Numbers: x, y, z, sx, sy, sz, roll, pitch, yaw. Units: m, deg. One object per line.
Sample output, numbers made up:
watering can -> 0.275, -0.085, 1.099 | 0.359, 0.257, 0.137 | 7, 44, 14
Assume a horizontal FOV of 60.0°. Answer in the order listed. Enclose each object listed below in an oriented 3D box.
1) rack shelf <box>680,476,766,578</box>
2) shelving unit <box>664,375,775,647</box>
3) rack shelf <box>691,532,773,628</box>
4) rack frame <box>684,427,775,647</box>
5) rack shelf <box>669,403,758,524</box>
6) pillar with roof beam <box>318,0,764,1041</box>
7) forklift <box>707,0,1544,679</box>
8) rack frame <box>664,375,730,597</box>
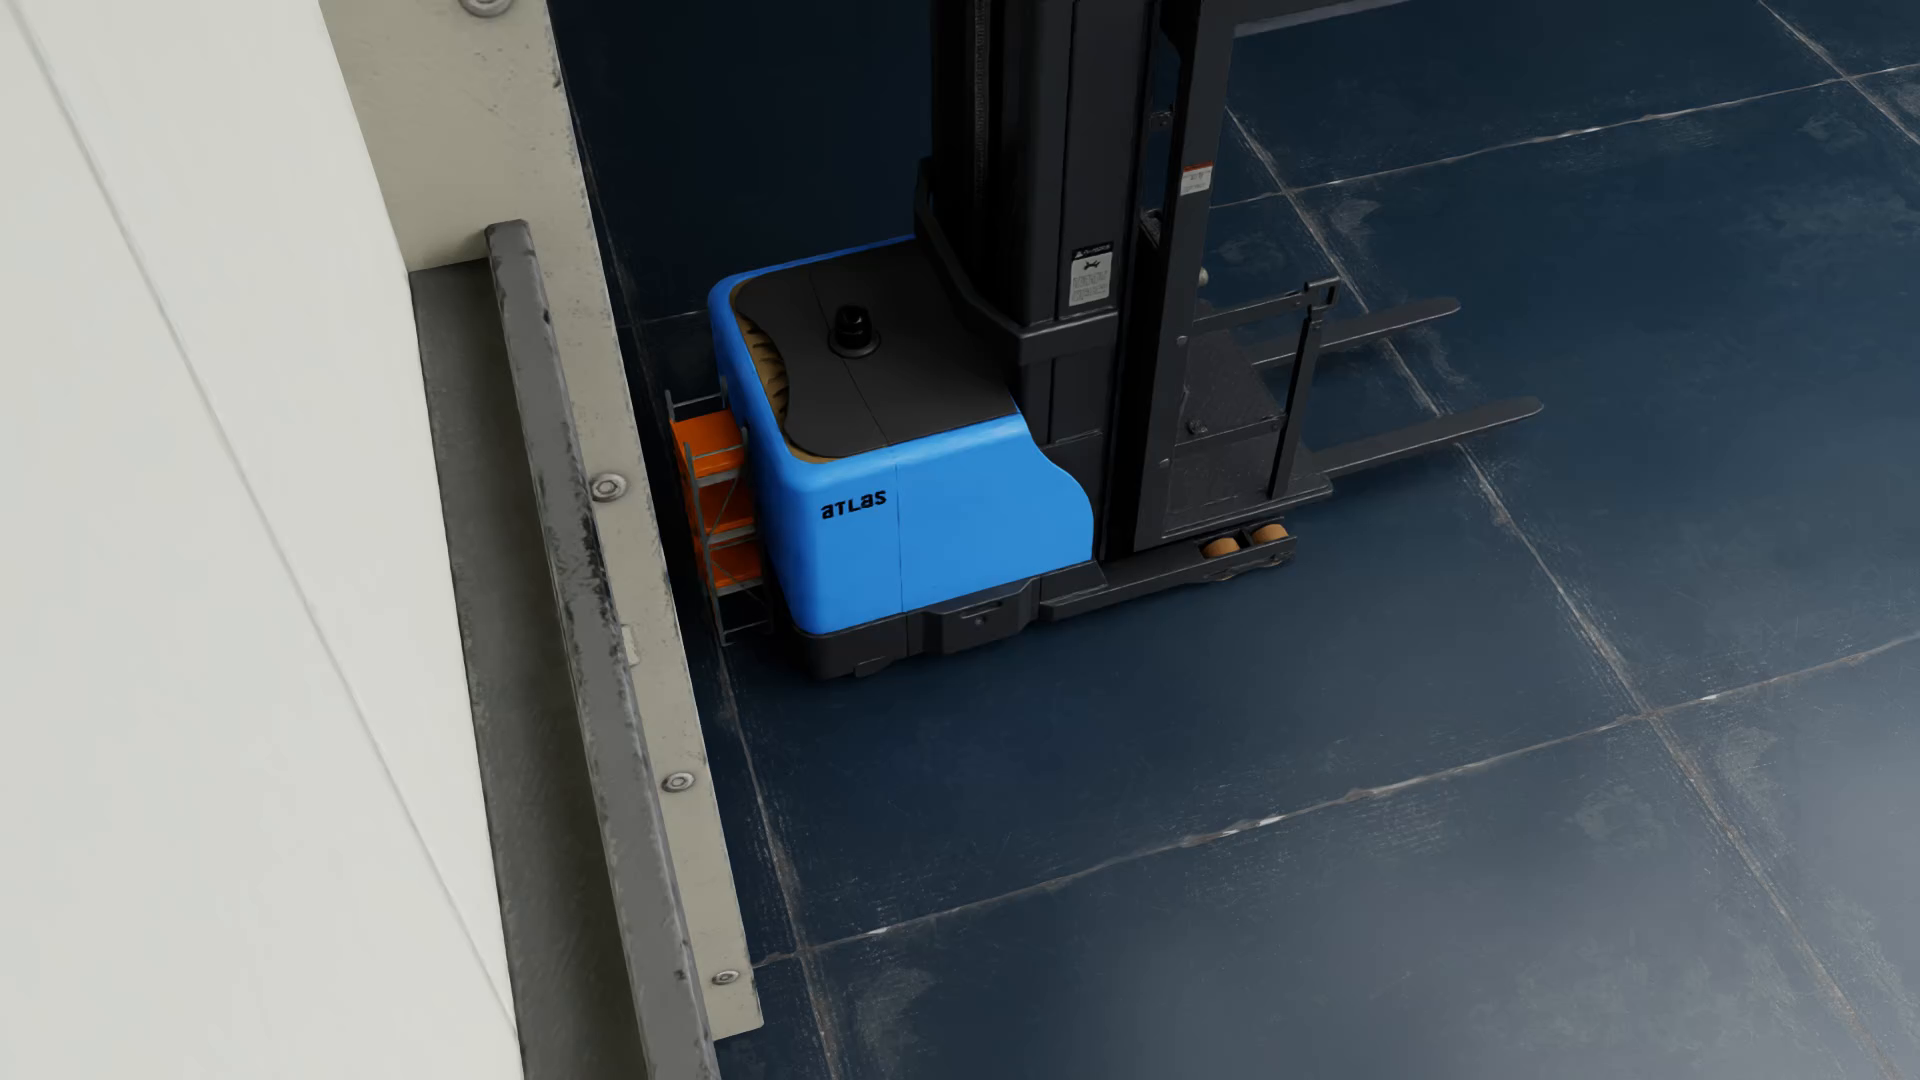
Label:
rack shelf -> -0.801, -0.066, 5.633 | 0.215, 0.259, 0.240 | -16, 52, -13
shelving unit -> -0.801, -0.073, 5.625 | 0.215, 1.050, 0.252 | -16, 52, -13
rack shelf -> -0.801, 0.113, 5.845 | 0.215, 0.259, 0.240 | -16, 52, -13
rack frame -> -0.758, 0.015, 5.551 | 0.200, 1.050, 0.008 | -16, 52, -13
rack shelf -> -0.801, -0.249, 5.416 | 0.215, 0.259, 0.240 | -16, 52, -13
pillar with roof beam -> 3.317, -2.519, 2.487 | 9.100, 9.000, 0.400 | -13, 51, -11
forklift -> 0.710, -1.161, 5.312 | 3.031, 2.935, 1.130 | -15, 52, -13
rack frame -> -0.844, -0.160, 5.698 | 0.200, 1.050, 0.008 | -16, 52, -13
